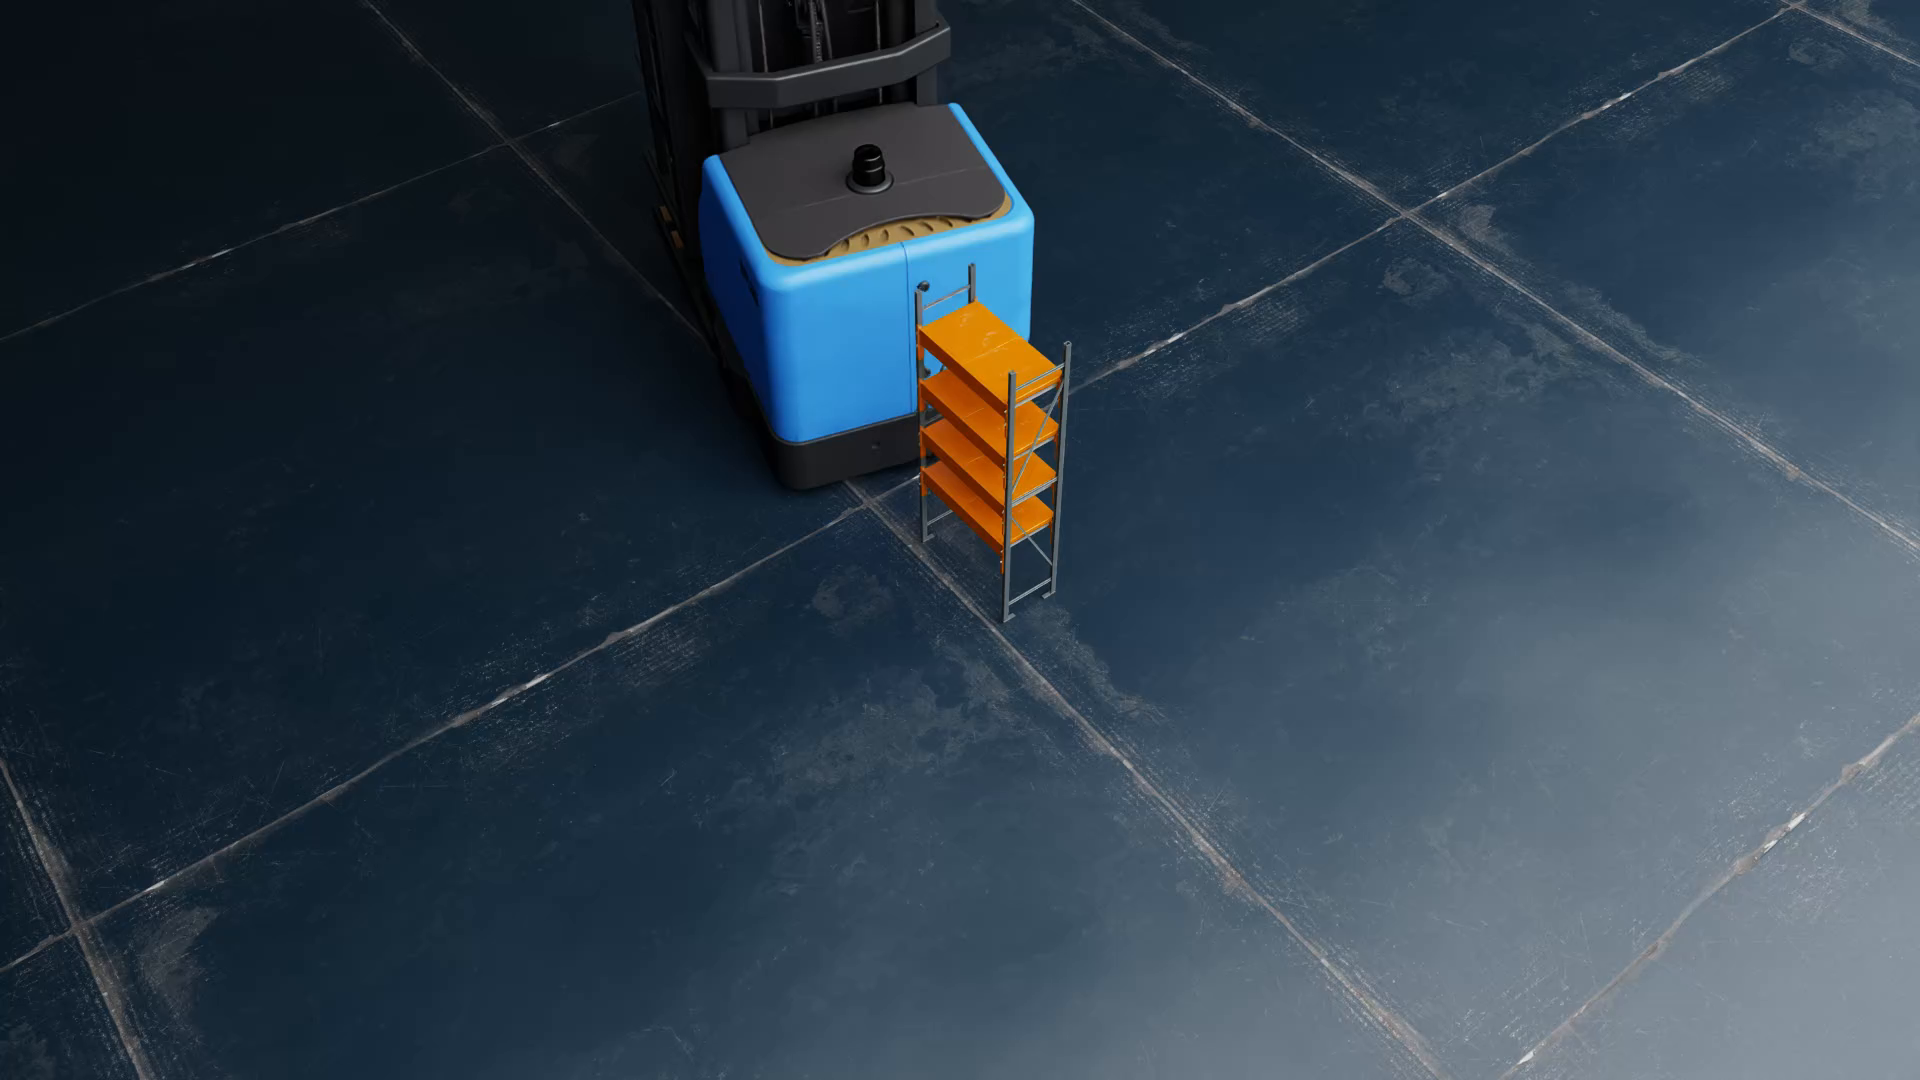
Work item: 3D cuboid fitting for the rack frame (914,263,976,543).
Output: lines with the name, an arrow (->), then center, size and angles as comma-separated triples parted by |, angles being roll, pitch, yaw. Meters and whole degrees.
rack frame -> -0.048, -0.449, 5.847 | 0.240, 1.200, 0.015 | -29, 54, -24

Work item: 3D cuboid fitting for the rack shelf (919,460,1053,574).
rack shelf -> 0.100, -0.127, 5.914 | 0.258, 0.148, 0.480 | -29, 54, -24

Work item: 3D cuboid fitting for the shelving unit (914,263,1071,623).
shelving unit -> 0.100, -0.305, 5.717 | 0.258, 1.200, 0.503 | -29, 54, -24

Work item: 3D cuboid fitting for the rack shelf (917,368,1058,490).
rack shelf -> 0.100, -0.410, 5.601 | 0.258, 0.148, 0.480 | -29, 54, -24

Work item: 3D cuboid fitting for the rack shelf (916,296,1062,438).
rack shelf -> 0.100, -0.569, 5.426 | 0.258, 0.148, 0.480 | -29, 54, -24

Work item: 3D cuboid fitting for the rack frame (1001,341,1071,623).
rack frame -> 0.248, -0.162, 5.587 | 0.240, 1.200, 0.015 | -29, 54, -24

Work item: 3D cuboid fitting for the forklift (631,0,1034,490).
forklift -> -0.726, -2.290, 6.347 | 1.130, 2.935, 3.031 | -16, 50, -14

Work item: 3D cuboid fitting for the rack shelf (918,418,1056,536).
rack shelf -> 0.100, -0.260, 5.767 | 0.258, 0.148, 0.480 | -29, 54, -24
